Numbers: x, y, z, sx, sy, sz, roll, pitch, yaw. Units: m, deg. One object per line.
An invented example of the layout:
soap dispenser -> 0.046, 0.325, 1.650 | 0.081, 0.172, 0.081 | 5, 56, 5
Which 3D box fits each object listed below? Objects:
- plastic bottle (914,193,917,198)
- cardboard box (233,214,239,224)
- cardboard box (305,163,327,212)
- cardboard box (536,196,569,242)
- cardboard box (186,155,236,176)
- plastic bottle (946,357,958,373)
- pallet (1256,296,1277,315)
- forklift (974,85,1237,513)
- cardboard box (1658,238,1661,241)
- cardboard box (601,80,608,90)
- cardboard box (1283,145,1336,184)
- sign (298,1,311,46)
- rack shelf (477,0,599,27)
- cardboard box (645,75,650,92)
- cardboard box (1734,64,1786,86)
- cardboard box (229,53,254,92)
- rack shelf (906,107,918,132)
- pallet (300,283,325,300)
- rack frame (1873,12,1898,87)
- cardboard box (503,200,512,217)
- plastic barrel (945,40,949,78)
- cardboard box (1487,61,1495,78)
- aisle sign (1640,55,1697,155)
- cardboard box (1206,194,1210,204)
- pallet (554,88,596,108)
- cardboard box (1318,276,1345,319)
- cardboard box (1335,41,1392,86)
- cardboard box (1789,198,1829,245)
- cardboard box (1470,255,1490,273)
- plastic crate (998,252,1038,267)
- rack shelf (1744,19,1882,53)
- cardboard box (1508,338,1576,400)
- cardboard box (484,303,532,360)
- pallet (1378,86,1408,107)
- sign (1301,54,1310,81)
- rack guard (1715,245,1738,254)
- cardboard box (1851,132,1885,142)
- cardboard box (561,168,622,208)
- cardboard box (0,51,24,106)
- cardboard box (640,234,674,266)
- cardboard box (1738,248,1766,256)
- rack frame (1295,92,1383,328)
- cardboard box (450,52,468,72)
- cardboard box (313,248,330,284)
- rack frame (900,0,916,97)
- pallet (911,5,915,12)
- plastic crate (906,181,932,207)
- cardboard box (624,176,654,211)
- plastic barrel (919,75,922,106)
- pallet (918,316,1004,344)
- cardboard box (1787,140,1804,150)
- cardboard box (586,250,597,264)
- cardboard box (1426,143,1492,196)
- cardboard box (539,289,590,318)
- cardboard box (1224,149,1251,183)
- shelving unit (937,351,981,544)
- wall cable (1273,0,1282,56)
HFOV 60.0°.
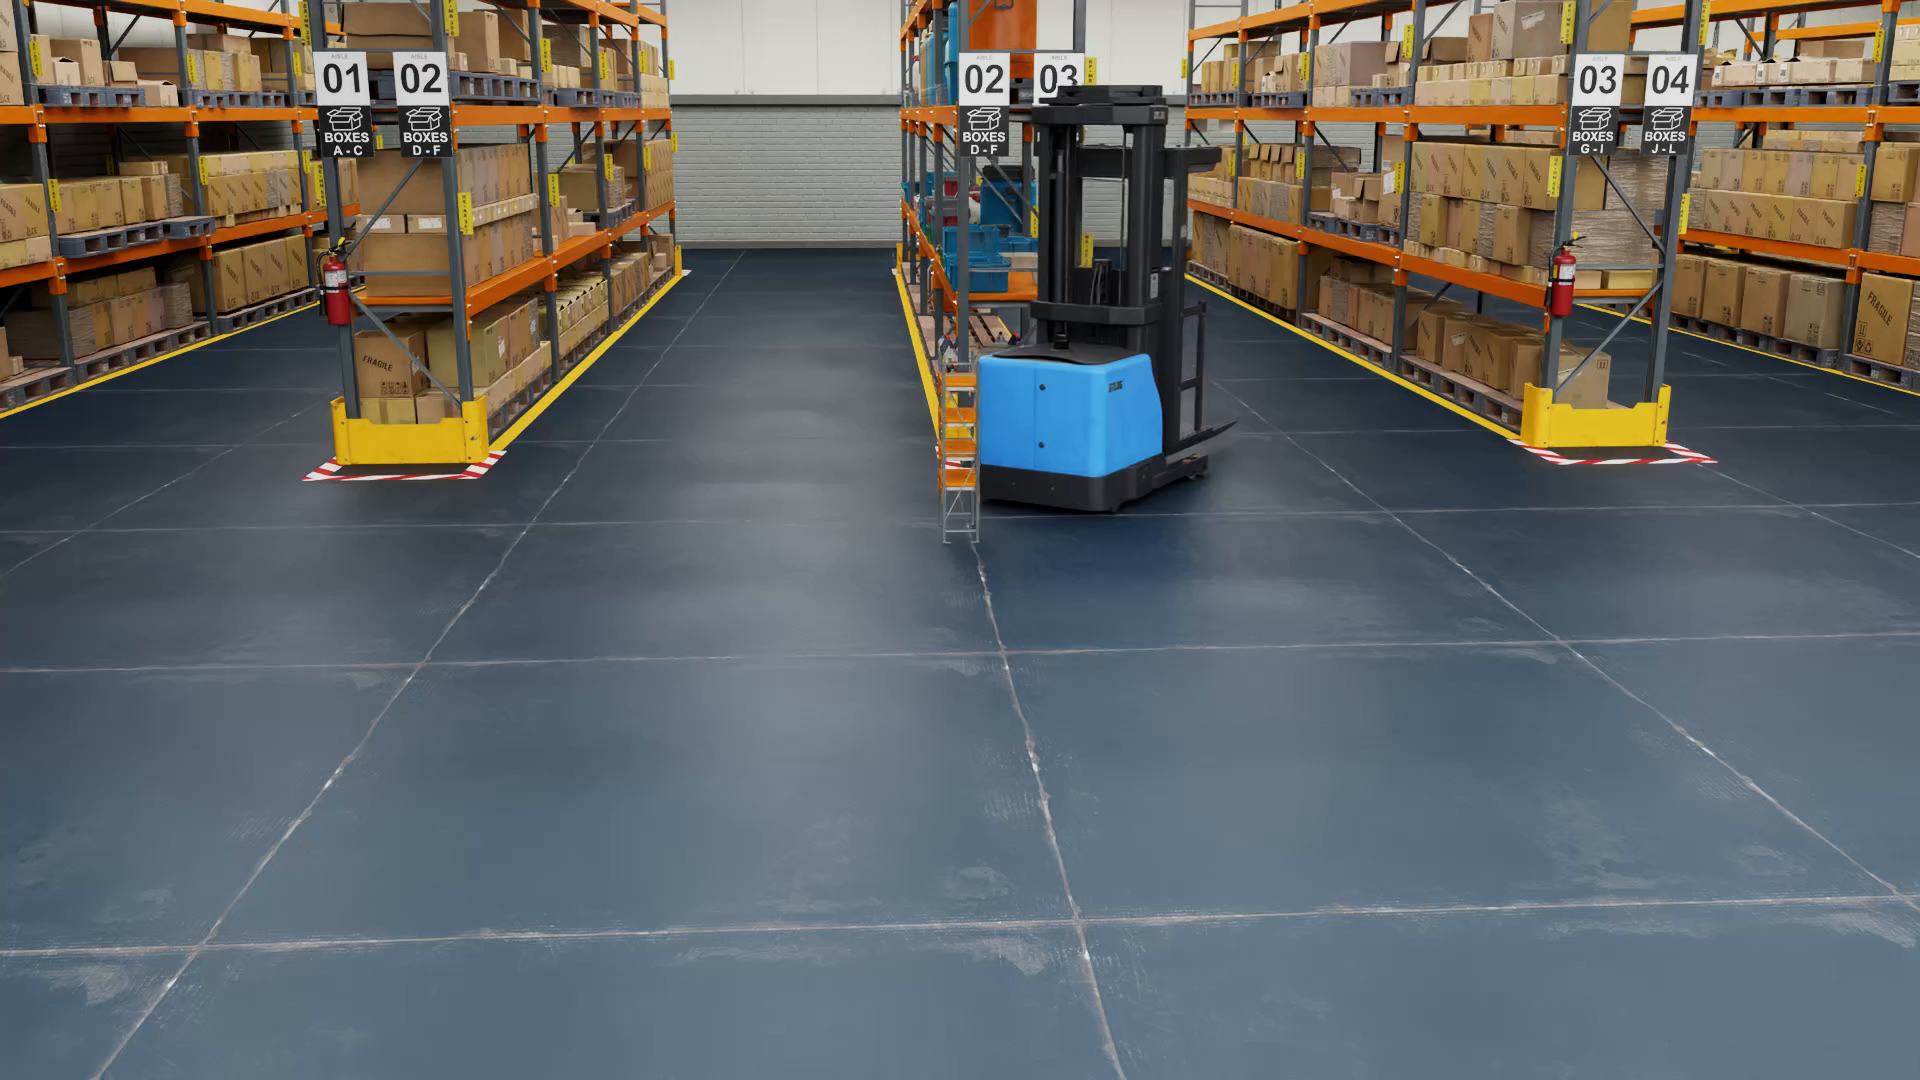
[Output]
plastic bottle -> -0.656, -4.988, 24.626 | 0.061, 0.283, 0.133 | -1, 14, -3
cardboard box -> -9.792, -4.256, 22.013 | 0.380, 0.149, 0.250 | -1, 14, -2
cardboard box -> -10.166, -5.303, 25.014 | 0.980, 0.700, 0.700 | -1, 14, -3
cardboard box -> -4.837, -3.736, 19.327 | 0.500, 0.500, 0.500 | -2, 15, -6
cardboard box -> -9.706, -4.843, 21.488 | 0.500, 0.250, 0.500 | -1, 14, -4
plastic bottle -> -0.057, -1.598, 15.800 | 0.152, 0.276, 0.135 | -1, 14, -3
pallet -> 4.884, -3.406, 23.842 | 1.003, 0.211, 1.213 | -1, 14, -3
forklift -> 1.284, -1.929, 12.641 | 1.130, 2.935, 3.031 | 8, 17, 29
cardboard box -> 10.003, -4.218, 24.071 | 0.500, 0.250, 0.500 | -2, 15, -6
cardboard box -> -5.049, -5.841, 21.487 | 0.910, 0.500, 0.500 | -1, 14, -3
cardboard box -> 4.864, -5.135, 22.751 | 0.797, 0.503, 0.637 | -1, 14, -2
sign -> -5.004, -3.953, 12.734 | 0.100, 0.325, 0.005 | -1, 14, -3
rack shelf -> -4.833, -5.971, 18.419 | 1.077, 0.370, 4.000 | -1, 14, -3
cardboard box -> -5.020, -6.971, 25.377 | 0.500, 0.250, 0.500 | -1, 14, -3
cardboard box -> 9.744, -5.632, 20.134 | 0.500, 0.250, 0.500 | 0, 14, -2
cardboard box -> -10.105, -6.378, 22.693 | 0.700, 0.500, 0.500 | -1, 14, -4
rack shelf -> -0.137, -5.782, 22.903 | 1.077, 0.370, 4.000 | -1, 14, -3
pallet -> -10.118, -3.862, 25.613 | 1.003, 0.211, 1.213 | -1, 14, -3
rack frame -> 10.135, -6.219, 17.137 | 1.000, 3.000, 0.127 | -1, 14, -3
cardboard box -> -4.401, -3.092, 15.523 | 0.380, 0.149, 0.250 | 0, 14, -2
plastic barrel -> 0.066, -4.786, 16.519 | 0.421, 0.512, 0.421 | 0, 14, 0
cardboard box -> 5.054, -4.297, 15.189 | 0.380, 0.149, 0.250 | -2, 15, -6
aisle sign -> 5.729, -3.515, 13.453 | 0.394, 0.787, 0.004 | -1, 14, -3
cardboard box -> 4.242, -5.584, 27.212 | 0.380, 0.149, 0.250 | -1, 14, -3
pallet -> -4.753, -5.021, 18.879 | 1.003, 0.211, 1.213 | 0, 14, -1
cardboard box -> 4.992, -3.093, 21.161 | 0.700, 0.500, 0.500 | -2, 15, -6
cardboard box -> 4.769, -5.628, 19.657 | 0.500, 0.500, 0.500 | -1, 14, -5
cardboard box -> 9.805, -3.613, 18.849 | 0.500, 0.500, 0.500 | -1, 14, -4
cardboard box -> 5.005, -2.585, 15.556 | 0.380, 0.149, 0.250 | -1, 14, -3
plastic crate -> 0.588, -2.658, 15.866 | 0.530, 0.136, 0.437 | -1, 14, -3
rack shelf -> 14.450, -8.265, 27.337 | 1.077, 0.370, 4.000 | -1, 14, -3
cardboard box -> 5.333, -1.564, 15.258 | 0.500, 0.500, 0.500 | 3, 15, 11
cardboard box -> -4.408, -1.984, 15.889 | 0.500, 0.500, 0.500 | -1, 14, -3
pallet -> 5.246, -4.779, 17.937 | 1.213, 0.211, 1.003 | -1, 14, -3
sign -> 4.376, -5.992, 21.078 | 0.100, 0.325, 0.005 | -1, 14, -3
rack guard -> 14.324, -5.195, 30.213 | 1.175, 0.500, 0.348 | -1, 14, -3
cardboard box -> 14.237, -6.323, 26.073 | 0.380, 0.149, 0.250 | -1, 14, -5
cardboard box -> -4.975, -4.742, 22.393 | 0.700, 0.500, 0.500 | 2, 15, 7
cardboard box -> -9.375, -4.421, 15.929 | 0.500, 0.500, 0.500 | 0, 14, -2
cardboard box -> -5.173, -4.965, 28.439 | 0.500, 0.500, 0.500 | -1, 14, -3
cardboard box -> 14.467, -5.199, 29.513 | 0.875, 0.438, 0.875 | -1, 14, -5
rack frame -> 4.931, -4.257, 21.551 | 1.000, 3.000, 0.127 | -1, 14, -3
cardboard box -> -4.358, -4.013, 13.963 | 0.380, 0.149, 0.250 | -1, 14, -3
cardboard box -> -10.093, -4.203, 25.514 | 0.700, 0.500, 0.500 | -1, 14, -3
rack frame -> -0.509, -9.075, 28.239 | 1.000, 3.000, 0.127 | -1, 14, -3
pallet -> -0.179, -7.590, 23.648 | 1.003, 0.211, 1.213 | -1, 14, -3
plastic crate -> -0.630, -5.307, 25.546 | 0.392, 0.384, 0.575 | -1, 14, -3
cardboard box -> -4.964, -5.279, 25.323 | 0.500, 0.500, 0.500 | -1, 14, -2
plastic barrel -> -0.299, -5.605, 20.548 | 0.421, 0.512, 0.421 | 0, 14, 0
pallet -> -0.004, -2.637, 20.850 | 1.003, 0.211, 1.213 | -1, 14, -3
cardboard box -> 14.182, -6.428, 27.782 | 0.500, 0.500, 0.500 | -1, 14, -3
cardboard box -> -5.324, -3.968, 23.056 | 0.500, 0.250, 0.500 | -1, 14, -4
cardboard box -> 4.985, -3.699, 16.577 | 0.500, 0.500, 0.500 | -1, 14, -3
cardboard box -> -4.583, -2.742, 19.215 | 0.500, 0.311, 0.500 | 0, 14, -2
cardboard box -> 4.387, -5.796, 25.734 | 0.500, 0.500, 0.500 | 0, 14, -2
shelving unit -> -0.010, -0.622, 11.037 | 0.258, 1.200, 0.503 | -1, 14, -3
wall cable -> 7.525, -12.169, 33.808 | 2.277, 5.999, 0.120 | -1, 14, -3
